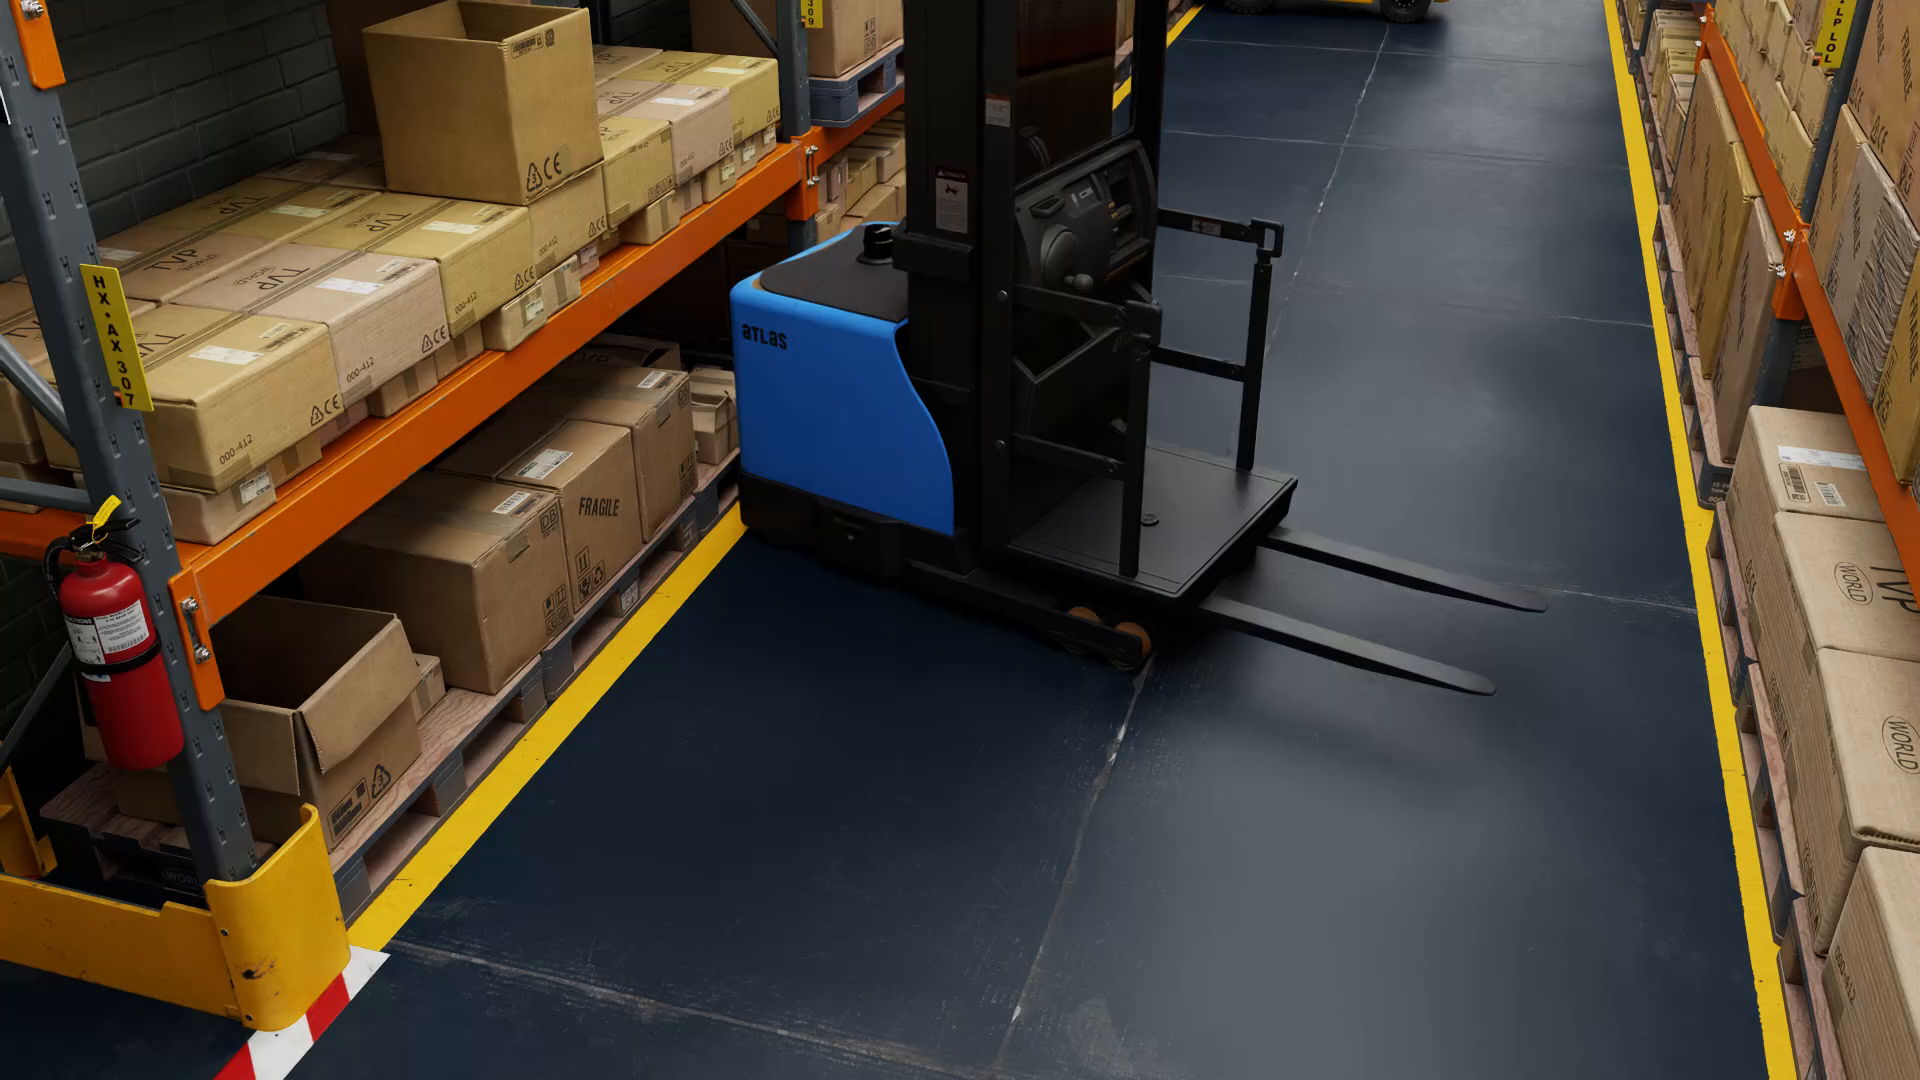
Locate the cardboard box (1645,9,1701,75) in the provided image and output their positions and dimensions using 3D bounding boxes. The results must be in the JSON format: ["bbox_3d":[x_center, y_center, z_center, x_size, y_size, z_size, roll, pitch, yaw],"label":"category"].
[{"bbox_3d":[5.800,-3.788,12.746,0.950,0.372,0.625,9,30,16],"label":"cardboard box"}]

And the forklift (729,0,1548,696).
[{"bbox_3d":[0.626,-1.115,5.740,3.031,2.935,1.130,17,33,28],"label":"forklift"}]

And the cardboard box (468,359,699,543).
[{"bbox_3d":[-1.454,-0.363,6.457,0.700,0.500,0.500,7,30,13],"label":"cardboard box"}]

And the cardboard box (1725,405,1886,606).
[{"bbox_3d":[3.316,-0.067,5.988,0.875,0.438,0.875,8,30,14],"label":"cardboard box"}]

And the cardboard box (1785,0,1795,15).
[{"bbox_3d":[3.806,-2.478,6.987,0.500,0.500,0.500,9,30,16],"label":"cardboard box"}]

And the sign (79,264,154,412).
[{"bbox_3d":[-1.798,-0.428,3.544,0.100,0.325,0.005,8,30,15],"label":"sign"}]

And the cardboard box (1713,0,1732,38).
[{"bbox_3d":[4.393,-2.881,8.998,0.500,0.250,0.500,8,30,14],"label":"cardboard box"}]

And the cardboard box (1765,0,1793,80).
[{"bbox_3d":[3.786,-2.147,7.164,0.500,0.250,0.500,9,30,16],"label":"cardboard box"}]

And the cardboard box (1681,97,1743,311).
[{"bbox_3d":[4.229,-1.670,8.421,0.875,0.875,0.875,9,30,15],"label":"cardboard box"}]

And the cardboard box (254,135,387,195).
[{"bbox_3d":[-1.980,-1.155,5.589,0.500,0.250,0.500,8,30,15],"label":"cardboard box"}]

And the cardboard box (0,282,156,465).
[{"bbox_3d":[-2.436,-0.443,4.310,0.500,0.250,0.500,9,30,16],"label":"cardboard box"}]

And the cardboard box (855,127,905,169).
[{"bbox_3d":[-0.460,-2.105,8.921,0.380,0.149,0.250,10,30,17],"label":"cardboard box"}]

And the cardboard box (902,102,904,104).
[{"bbox_3d":[-0.235,-2.474,9.585,0.380,0.149,0.250,8,30,14],"label":"cardboard box"}]

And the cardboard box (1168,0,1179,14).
[{"bbox_3d":[1.664,-4.863,14.803,0.500,0.250,0.500,9,30,15],"label":"cardboard box"}]

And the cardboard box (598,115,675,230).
[{"bbox_3d":[-1.351,-1.314,5.875,0.500,0.250,0.500,8,30,15],"label":"cardboard box"}]

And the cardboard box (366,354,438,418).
[{"bbox_3d":[-1.751,-0.492,4.807,0.380,0.149,0.250,9,30,16],"label":"cardboard box"}]

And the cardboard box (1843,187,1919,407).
[{"bbox_3d":[2.911,-0.679,4.782,0.500,0.500,0.500,9,30,15],"label":"cardboard box"}]

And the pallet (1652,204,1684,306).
[{"bbox_3d":[4.474,-1.564,9.345,1.003,0.211,1.213,8,30,15],"label":"pallet"}]

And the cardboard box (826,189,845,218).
[{"bbox_3d":[-0.776,-1.629,8.065,0.380,0.149,0.250,8,30,13],"label":"cardboard box"}]

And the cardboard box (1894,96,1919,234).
[{"bbox_3d":[2.916,-1.103,4.516,0.500,0.500,0.500,9,30,16],"label":"cardboard box"}]

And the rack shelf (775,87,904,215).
[{"bbox_3d":[-0.556,-2.601,9.080,1.077,0.370,4.000,8,30,15],"label":"rack shelf"}]

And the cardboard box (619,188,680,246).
[{"bbox_3d":[-1.255,-1.203,6.085,0.380,0.149,0.250,8,30,14],"label":"cardboard box"}]

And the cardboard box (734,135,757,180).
[{"bbox_3d":[-1.051,-1.568,6.741,0.380,0.149,0.250,9,30,16],"label":"cardboard box"}]

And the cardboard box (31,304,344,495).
[{"bbox_3d":[-1.926,-0.364,4.167,0.500,0.250,0.500,9,30,15],"label":"cardboard box"}]

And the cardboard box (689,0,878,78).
[{"bbox_3d":[-0.787,-2.406,7.455,0.700,0.500,0.500,9,30,16],"label":"cardboard box"}]

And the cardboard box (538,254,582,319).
[{"bbox_3d":[-1.475,-0.848,5.447,0.380,0.149,0.250,9,30,16],"label":"cardboard box"}]

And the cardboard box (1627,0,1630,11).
[{"bbox_3d":[6.168,-4.777,14.648,0.500,0.250,0.500,9,30,16],"label":"cardboard box"}]

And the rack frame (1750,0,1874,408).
[{"bbox_3d":[3.603,-1.280,5.965,1.000,3.000,0.127,8,30,15],"label":"rack frame"}]

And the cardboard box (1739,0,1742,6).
[{"bbox_3d":[4.240,-2.851,8.430,0.500,0.250,0.500,9,30,16],"label":"cardboard box"}]

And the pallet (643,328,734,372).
[{"bbox_3d":[-0.941,-1.151,8.602,1.003,0.211,1.213,8,30,15],"label":"pallet"}]

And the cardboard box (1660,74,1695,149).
[{"bbox_3d":[5.161,-2.779,10.931,0.950,0.372,0.625,8,30,14],"label":"cardboard box"}]

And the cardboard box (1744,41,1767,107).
[{"bbox_3d":[3.958,-2.167,7.715,0.500,0.250,0.500,8,30,15],"label":"cardboard box"}]

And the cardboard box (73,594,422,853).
[{"bbox_3d":[-2.047,0.509,4.885,0.797,0.503,0.637,7,30,13],"label":"cardboard box"}]

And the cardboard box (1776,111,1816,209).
[{"bbox_3d":[3.494,-1.458,6.440,0.500,0.250,0.500,8,30,14],"label":"cardboard box"}]

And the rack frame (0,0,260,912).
[{"bbox_3d":[-2.317,-0.127,3.893,1.000,3.000,0.127,8,30,15],"label":"rack frame"}]

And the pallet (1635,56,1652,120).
[{"bbox_3d":[5.724,-3.417,12.675,1.003,0.211,1.213,8,30,15],"label":"pallet"}]

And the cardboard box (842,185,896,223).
[{"bbox_3d":[-0.639,-1.519,8.534,0.500,0.500,0.500,8,30,14],"label":"cardboard box"}]

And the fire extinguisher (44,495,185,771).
[{"bbox_3d":[-1.919,0.204,3.761,0.296,0.674,0.183,8,30,15],"label":"fire extinguisher"}]

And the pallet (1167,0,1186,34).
[{"bbox_3d":[1.479,-4.849,15.249,1.003,0.211,1.213,8,30,15],"label":"pallet"}]

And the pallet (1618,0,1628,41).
[{"bbox_3d":[6.471,-4.665,14.918,1.003,0.211,1.213,8,30,15],"label":"pallet"}]

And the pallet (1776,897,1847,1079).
[{"bbox_3d":[2.589,1.415,3.989,1.003,0.211,1.213,8,30,15],"label":"pallet"}]

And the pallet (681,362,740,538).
[{"bbox_3d":[-1.346,-0.448,7.339,1.003,0.211,1.213,8,30,15],"label":"pallet"}]

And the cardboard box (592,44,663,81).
[{"bbox_3d":[-1.547,-1.859,6.854,0.500,0.250,0.500,8,30,14],"label":"cardboard box"}]
